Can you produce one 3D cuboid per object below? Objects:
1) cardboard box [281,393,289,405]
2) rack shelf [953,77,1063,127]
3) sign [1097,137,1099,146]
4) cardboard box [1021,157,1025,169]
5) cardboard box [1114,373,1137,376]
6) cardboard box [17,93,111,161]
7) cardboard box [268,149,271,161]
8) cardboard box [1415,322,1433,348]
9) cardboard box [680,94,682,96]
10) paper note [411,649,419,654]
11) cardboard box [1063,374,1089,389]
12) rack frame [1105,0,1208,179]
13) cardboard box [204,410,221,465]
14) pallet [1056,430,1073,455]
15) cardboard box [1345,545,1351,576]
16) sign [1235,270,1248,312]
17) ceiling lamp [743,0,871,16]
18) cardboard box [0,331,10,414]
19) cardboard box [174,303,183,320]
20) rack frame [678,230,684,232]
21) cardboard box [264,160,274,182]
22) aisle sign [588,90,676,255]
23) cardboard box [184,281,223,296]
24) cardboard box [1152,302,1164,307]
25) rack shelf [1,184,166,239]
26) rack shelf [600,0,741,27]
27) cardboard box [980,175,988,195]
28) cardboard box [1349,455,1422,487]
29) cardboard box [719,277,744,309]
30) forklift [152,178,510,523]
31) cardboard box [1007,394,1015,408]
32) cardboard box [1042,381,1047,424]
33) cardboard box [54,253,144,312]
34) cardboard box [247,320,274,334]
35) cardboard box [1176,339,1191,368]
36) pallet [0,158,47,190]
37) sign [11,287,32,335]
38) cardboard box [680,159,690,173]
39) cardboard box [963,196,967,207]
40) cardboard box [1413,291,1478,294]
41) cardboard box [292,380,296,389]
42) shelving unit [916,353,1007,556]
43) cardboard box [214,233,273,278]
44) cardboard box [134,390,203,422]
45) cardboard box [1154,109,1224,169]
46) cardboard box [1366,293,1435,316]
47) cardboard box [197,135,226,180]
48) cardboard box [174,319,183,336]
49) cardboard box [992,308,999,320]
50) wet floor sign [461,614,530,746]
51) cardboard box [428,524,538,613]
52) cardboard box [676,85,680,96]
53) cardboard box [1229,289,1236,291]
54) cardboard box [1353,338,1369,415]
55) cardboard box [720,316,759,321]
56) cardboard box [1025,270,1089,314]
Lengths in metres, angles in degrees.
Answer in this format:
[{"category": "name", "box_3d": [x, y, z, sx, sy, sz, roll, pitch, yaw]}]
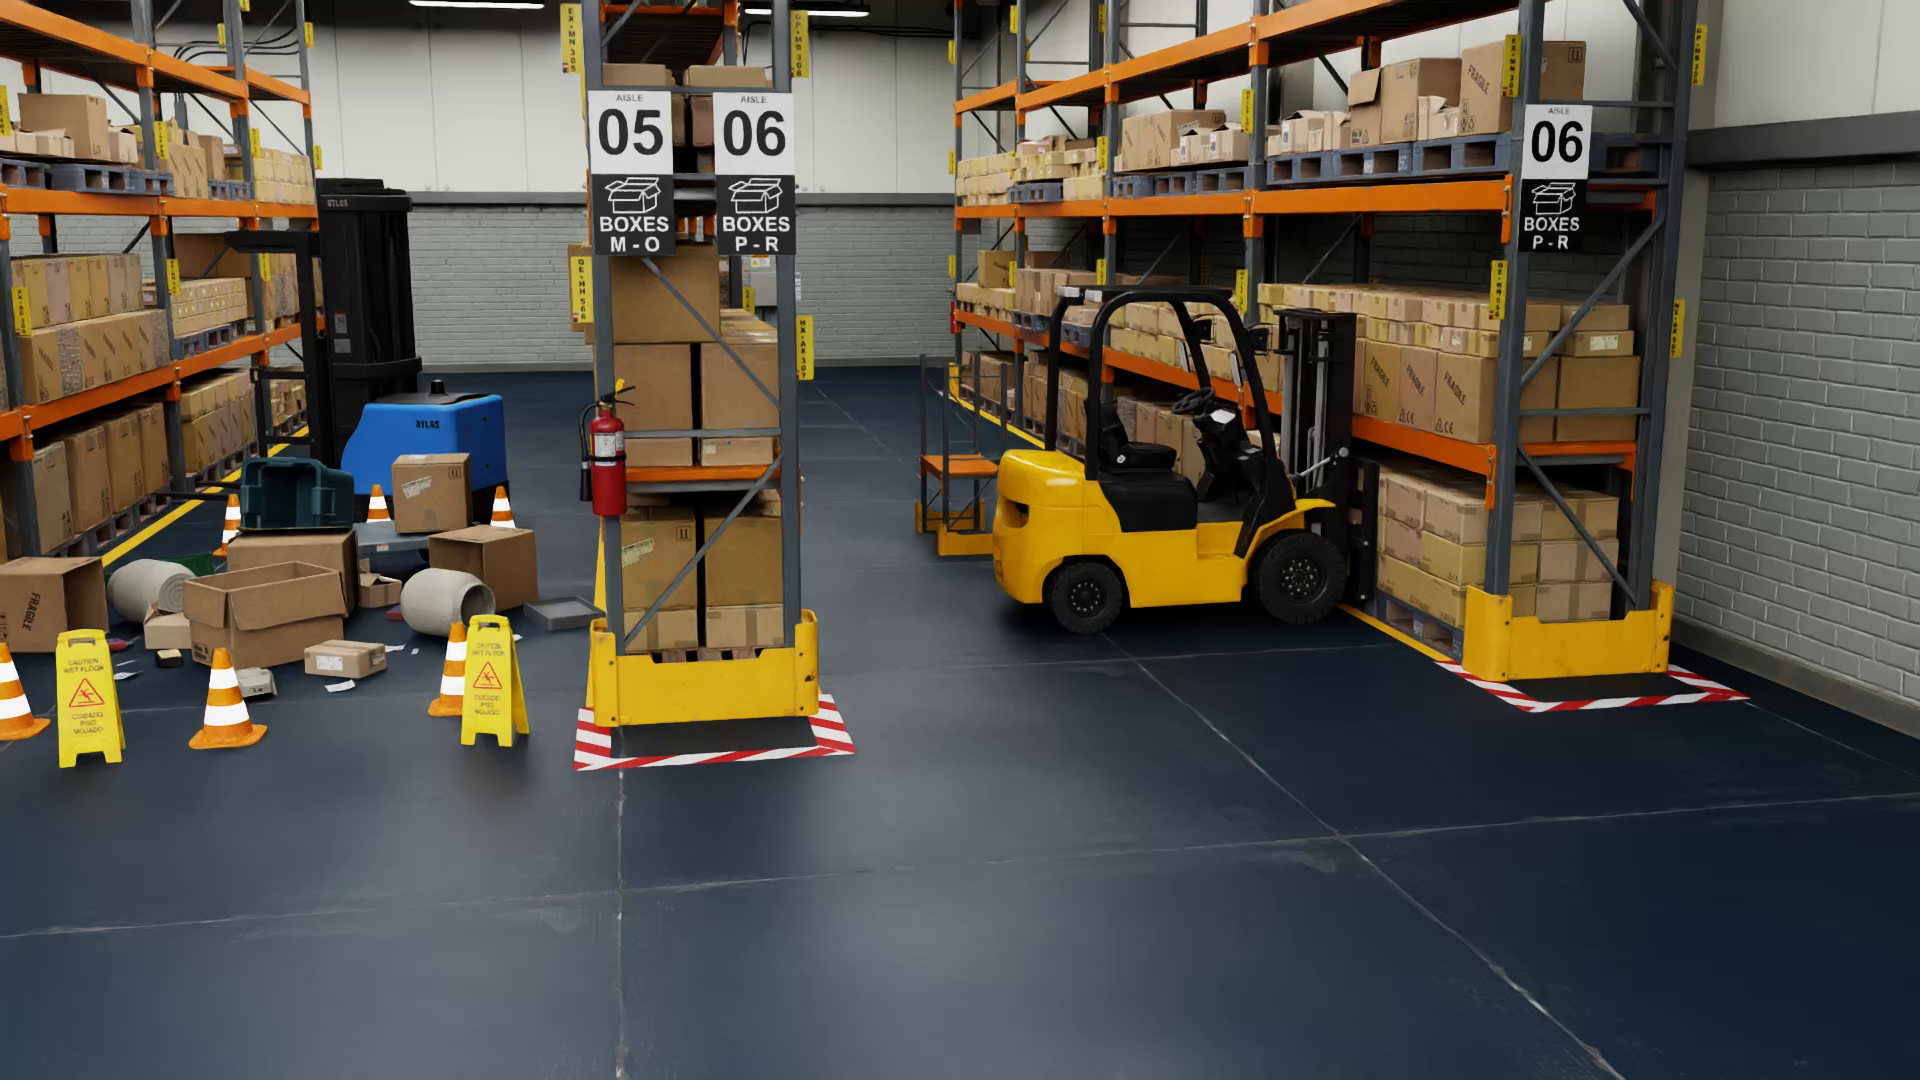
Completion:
[{"category": "cardboard box", "box_3d": [-8.562, -1.762, 20.635, 0.380, 0.149, 0.250, -2, 11, -8]}, {"category": "rack shelf", "box_3d": [0.810, -5.883, 22.469, 1.077, 0.370, 4.000, -2, 11, -11]}, {"category": "sign", "box_3d": [1.742, -4.866, 20.779, 0.100, 0.325, 0.005, -2, 11, -11]}, {"category": "cardboard box", "box_3d": [0.948, -4.558, 20.087, 0.380, 0.149, 0.250, -2, 11, -10]}, {"category": "cardboard box", "box_3d": [1.877, -1.829, 19.113, 0.380, 0.149, 0.250, -2, 11, -11]}, {"category": "cardboard box", "box_3d": [-7.114, -3.280, 13.226, 0.500, 0.500, 0.500, -2, 11, -11]}, {"category": "cardboard box", "box_3d": [-8.525, -4.639, 20.021, 0.380, 0.149, 0.250, -2, 11, -13]}, {"category": "cardboard box", "box_3d": [3.084, -1.286, 10.426, 0.380, 0.149, 0.250, -2, 11, -11]}, {"category": "cardboard box", "box_3d": [-2.351, -3.229, 12.557, 0.500, 0.250, 0.500, -2, 11, -10]}, {"category": "paper note", "box_3d": [-3.314, 0.676, 10.117, 0.032, 0.001, 0.123, -2, 11, -11]}, {"category": "cardboard box", "box_3d": [1.402, -1.813, 19.026, 0.380, 0.149, 0.250, -3, 11, -14]}, {"category": "rack frame", "box_3d": [1.977, -5.137, 16.620, 1.000, 3.000, 0.127, -2, 11, -11]}, {"category": "cardboard box", "box_3d": [-7.716, -1.020, 16.595, 0.500, 0.500, 0.500, -2, 11, -10]}, {"category": "pallet", "box_3d": [1.635, -1.182, 19.342, 1.003, 0.211, 1.213, -2, 11, -11]}, {"category": "cardboard box", "box_3d": [2.833, 0.069, 11.544, 0.500, 0.250, 0.500, -2, 11, -9]}, {"category": "sign", "box_3d": [2.224, -1.965, 13.113, 0.100, 0.325, 0.005, -2, 11, -11]}, {"category": "ceiling lamp", "box_3d": [-2.384, -9.879, 25.921, 2.000, 3.185, 0.800, -2, 11, -11]}, {"category": "cardboard box", "box_3d": [-6.866, -1.083, 10.964, 0.875, 0.550, 0.550, -2, 11, -11]}, {"category": "cardboard box", "box_3d": [-7.679, -2.185, 15.908, 0.380, 0.149, 0.250, -2, 11, -8]}, {"category": "rack frame", "box_3d": [-4.447, -3.476, 23.938, 1.000, 3.000, 0.127, -2, 11, -11]}, {"category": "cardboard box", "box_3d": [-8.456, -4.378, 19.718, 0.500, 0.250, 0.500, -2, 11, -11]}, {"category": "aisle sign", "box_3d": [-1.608, -1.797, 8.162, 0.394, 0.787, 0.004, -2, 11, -11]}, {"category": "cardboard box", "box_3d": [-8.039, -2.663, 17.621, 0.380, 0.149, 0.250, -2, 11, -13]}, {"category": "cardboard box", "box_3d": [2.011, -2.252, 15.506, 0.380, 0.149, 0.250, -2, 11, -10]}, {"category": "rack shelf", "box_3d": [-7.338, -2.564, 13.046, 1.077, 0.370, 4.000, -2, 11, -11]}, {"category": "rack shelf", "box_3d": [-1.724, -3.501, 9.954, 1.077, 0.370, 4.000, -2, 11, -11]}, {"category": "cardboard box", "box_3d": [0.569, -4.831, 22.640, 0.500, 0.250, 0.500, -2, 11, -12]}, {"category": "cardboard box", "box_3d": [2.833, -0.422, 11.446, 0.500, 0.250, 0.500, -2, 11, -12]}, {"category": "cardboard box", "box_3d": [-1.923, -1.773, 12.805, 0.500, 0.500, 0.500, -2, 11, -10]}, {"category": "forklift", "box_3d": [-5.597, -1.641, 14.478, 3.031, 2.935, 1.130, 2, 11, 11]}, {"category": "cardboard box", "box_3d": [0.802, -1.821, 21.744, 0.380, 0.149, 0.250, -2, 11, -13]}, {"category": "cardboard box", "box_3d": [1.278, -1.616, 19.728, 0.500, 0.500, 0.500, -2, 11, -13]}, {"category": "cardboard box", "box_3d": [-7.650, -2.268, 14.649, 0.700, 0.500, 0.500, -2, 11, -11]}, {"category": "cardboard box", "box_3d": [-8.239, -2.485, 19.399, 0.380, 0.149, 0.250, -2, 11, -9]}, {"category": "cardboard box", "box_3d": [2.230, -1.650, 14.744, 0.500, 0.250, 0.500, -2, 11, -11]}, {"category": "pallet", "box_3d": [-7.176, -2.623, 11.943, 0.805, 0.209, 1.217, -3, 11, -13]}, {"category": "sign", "box_3d": [-6.405, -1.561, 11.351, 0.100, 0.325, 0.005, -2, 11, -11]}, {"category": "cardboard box", "box_3d": [-1.546, -2.292, 10.364, 0.380, 0.149, 0.250, -2, 11, -12]}, {"category": "cardboard box", "box_3d": [0.255, -4.941, 24.281, 0.380, 0.149, 0.250, -2, 11, -10]}, {"category": "cardboard box", "box_3d": [3.349, -1.639, 11.489, 0.380, 0.149, 0.250, -2, 11, -9]}, {"category": "cardboard box", "box_3d": [-8.648, -2.000, 21.094, 0.380, 0.149, 0.250, -2, 11, -11]}, {"category": "shelving unit", "box_3d": [0.015, -0.723, 13.483, 0.587, 1.500, 1.083, -2, 11, -11]}, {"category": "cardboard box", "box_3d": [-8.354, -3.322, 19.391, 0.500, 0.500, 0.500, -2, 11, -10]}, {"category": "cardboard box", "box_3d": [-7.624, -1.292, 16.021, 0.500, 0.250, 0.500, -3, 11, -14]}, {"category": "cardboard box", "box_3d": [2.077, -3.640, 15.117, 0.500, 0.500, 0.500, -2, 11, -10]}, {"category": "cardboard box", "box_3d": [2.952, -1.576, 11.156, 0.380, 0.149, 0.250, -2, 11, -10]}, {"category": "cardboard box", "box_3d": [-8.539, -4.200, 18.325, 0.700, 0.500, 0.500, -2, 11, -11]}, {"category": "cardboard box", "box_3d": [-7.668, -2.032, 15.899, 0.380, 0.149, 0.250, -2, 11, -8]}, {"category": "cardboard box", "box_3d": [0.641, -3.038, 22.309, 0.380, 0.149, 0.250, -2, 11, -12]}, {"category": "wet floor sign", "box_3d": [-2.348, 0.689, 8.353, 0.267, 0.644, 0.232, 2, 11, 9]}, {"category": "cardboard box", "box_3d": [-3.240, 0.197, 11.316, 0.500, 0.500, 0.500, 6, 12, 28]}, {"category": "cardboard box", "box_3d": [-1.835, -2.572, 9.705, 0.380, 0.149, 0.250, -2, 11, -13]}, {"category": "cardboard box", "box_3d": [2.611, -2.276, 15.630, 0.380, 0.149, 0.250, -2, 11, -12]}, {"category": "cardboard box", "box_3d": [2.879, -1.134, 11.365, 0.500, 0.500, 0.500, -2, 11, -11]}, {"category": "cardboard box", "box_3d": [-1.571, -1.209, 10.963, 0.500, 0.500, 0.500, -2, 11, -9]}, {"category": "cardboard box", "box_3d": [1.174, -2.987, 19.979, 0.700, 0.500, 0.500, -2, 11, -10]}]
